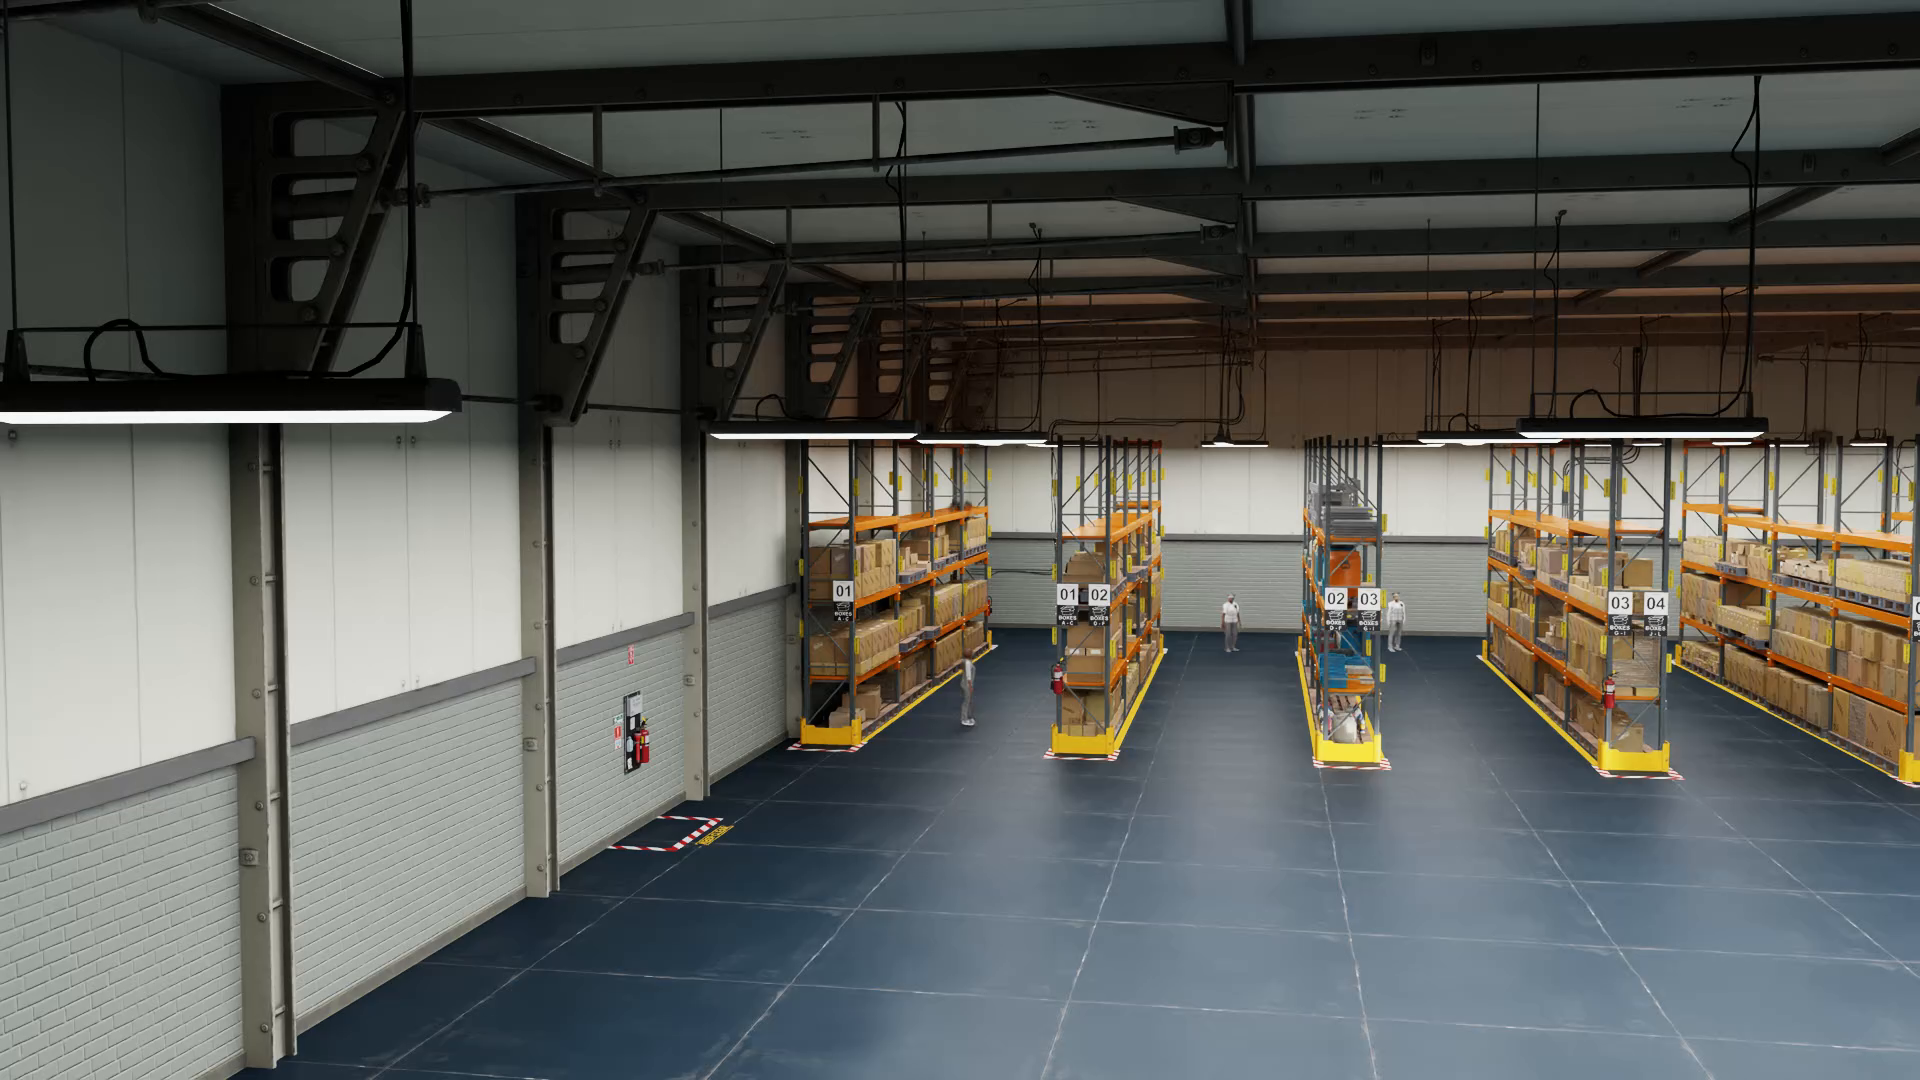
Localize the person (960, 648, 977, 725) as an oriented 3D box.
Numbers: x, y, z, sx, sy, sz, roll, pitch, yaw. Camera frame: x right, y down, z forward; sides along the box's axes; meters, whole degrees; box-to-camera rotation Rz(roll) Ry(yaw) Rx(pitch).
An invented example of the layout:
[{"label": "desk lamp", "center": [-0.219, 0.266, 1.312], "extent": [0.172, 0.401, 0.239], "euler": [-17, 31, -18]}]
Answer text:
[{"label": "person", "center": [0.196, 3.123, 34.676], "extent": [0.398, 1.524, 0.461], "euler": [0, 3, -6]}]

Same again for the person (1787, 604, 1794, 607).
[{"label": "person", "center": [21.684, 2.553, 43.288], "extent": [0.640, 1.765, 0.369], "euler": [-1, 3, -22]}]

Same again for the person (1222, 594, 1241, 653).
[{"label": "person", "center": [7.691, 2.350, 47.168], "extent": [0.568, 1.697, 0.420], "euler": [0, 3, -8]}]

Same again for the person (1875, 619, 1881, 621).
[{"label": "person", "center": [21.316, 2.747, 38.676], "extent": [0.697, 1.806, 0.615], "euler": [0, 3, 5]}]

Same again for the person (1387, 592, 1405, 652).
[{"label": "person", "center": [12.463, 2.328, 47.450], "extent": [0.506, 1.699, 0.526], "euler": [0, 3, 4]}]
